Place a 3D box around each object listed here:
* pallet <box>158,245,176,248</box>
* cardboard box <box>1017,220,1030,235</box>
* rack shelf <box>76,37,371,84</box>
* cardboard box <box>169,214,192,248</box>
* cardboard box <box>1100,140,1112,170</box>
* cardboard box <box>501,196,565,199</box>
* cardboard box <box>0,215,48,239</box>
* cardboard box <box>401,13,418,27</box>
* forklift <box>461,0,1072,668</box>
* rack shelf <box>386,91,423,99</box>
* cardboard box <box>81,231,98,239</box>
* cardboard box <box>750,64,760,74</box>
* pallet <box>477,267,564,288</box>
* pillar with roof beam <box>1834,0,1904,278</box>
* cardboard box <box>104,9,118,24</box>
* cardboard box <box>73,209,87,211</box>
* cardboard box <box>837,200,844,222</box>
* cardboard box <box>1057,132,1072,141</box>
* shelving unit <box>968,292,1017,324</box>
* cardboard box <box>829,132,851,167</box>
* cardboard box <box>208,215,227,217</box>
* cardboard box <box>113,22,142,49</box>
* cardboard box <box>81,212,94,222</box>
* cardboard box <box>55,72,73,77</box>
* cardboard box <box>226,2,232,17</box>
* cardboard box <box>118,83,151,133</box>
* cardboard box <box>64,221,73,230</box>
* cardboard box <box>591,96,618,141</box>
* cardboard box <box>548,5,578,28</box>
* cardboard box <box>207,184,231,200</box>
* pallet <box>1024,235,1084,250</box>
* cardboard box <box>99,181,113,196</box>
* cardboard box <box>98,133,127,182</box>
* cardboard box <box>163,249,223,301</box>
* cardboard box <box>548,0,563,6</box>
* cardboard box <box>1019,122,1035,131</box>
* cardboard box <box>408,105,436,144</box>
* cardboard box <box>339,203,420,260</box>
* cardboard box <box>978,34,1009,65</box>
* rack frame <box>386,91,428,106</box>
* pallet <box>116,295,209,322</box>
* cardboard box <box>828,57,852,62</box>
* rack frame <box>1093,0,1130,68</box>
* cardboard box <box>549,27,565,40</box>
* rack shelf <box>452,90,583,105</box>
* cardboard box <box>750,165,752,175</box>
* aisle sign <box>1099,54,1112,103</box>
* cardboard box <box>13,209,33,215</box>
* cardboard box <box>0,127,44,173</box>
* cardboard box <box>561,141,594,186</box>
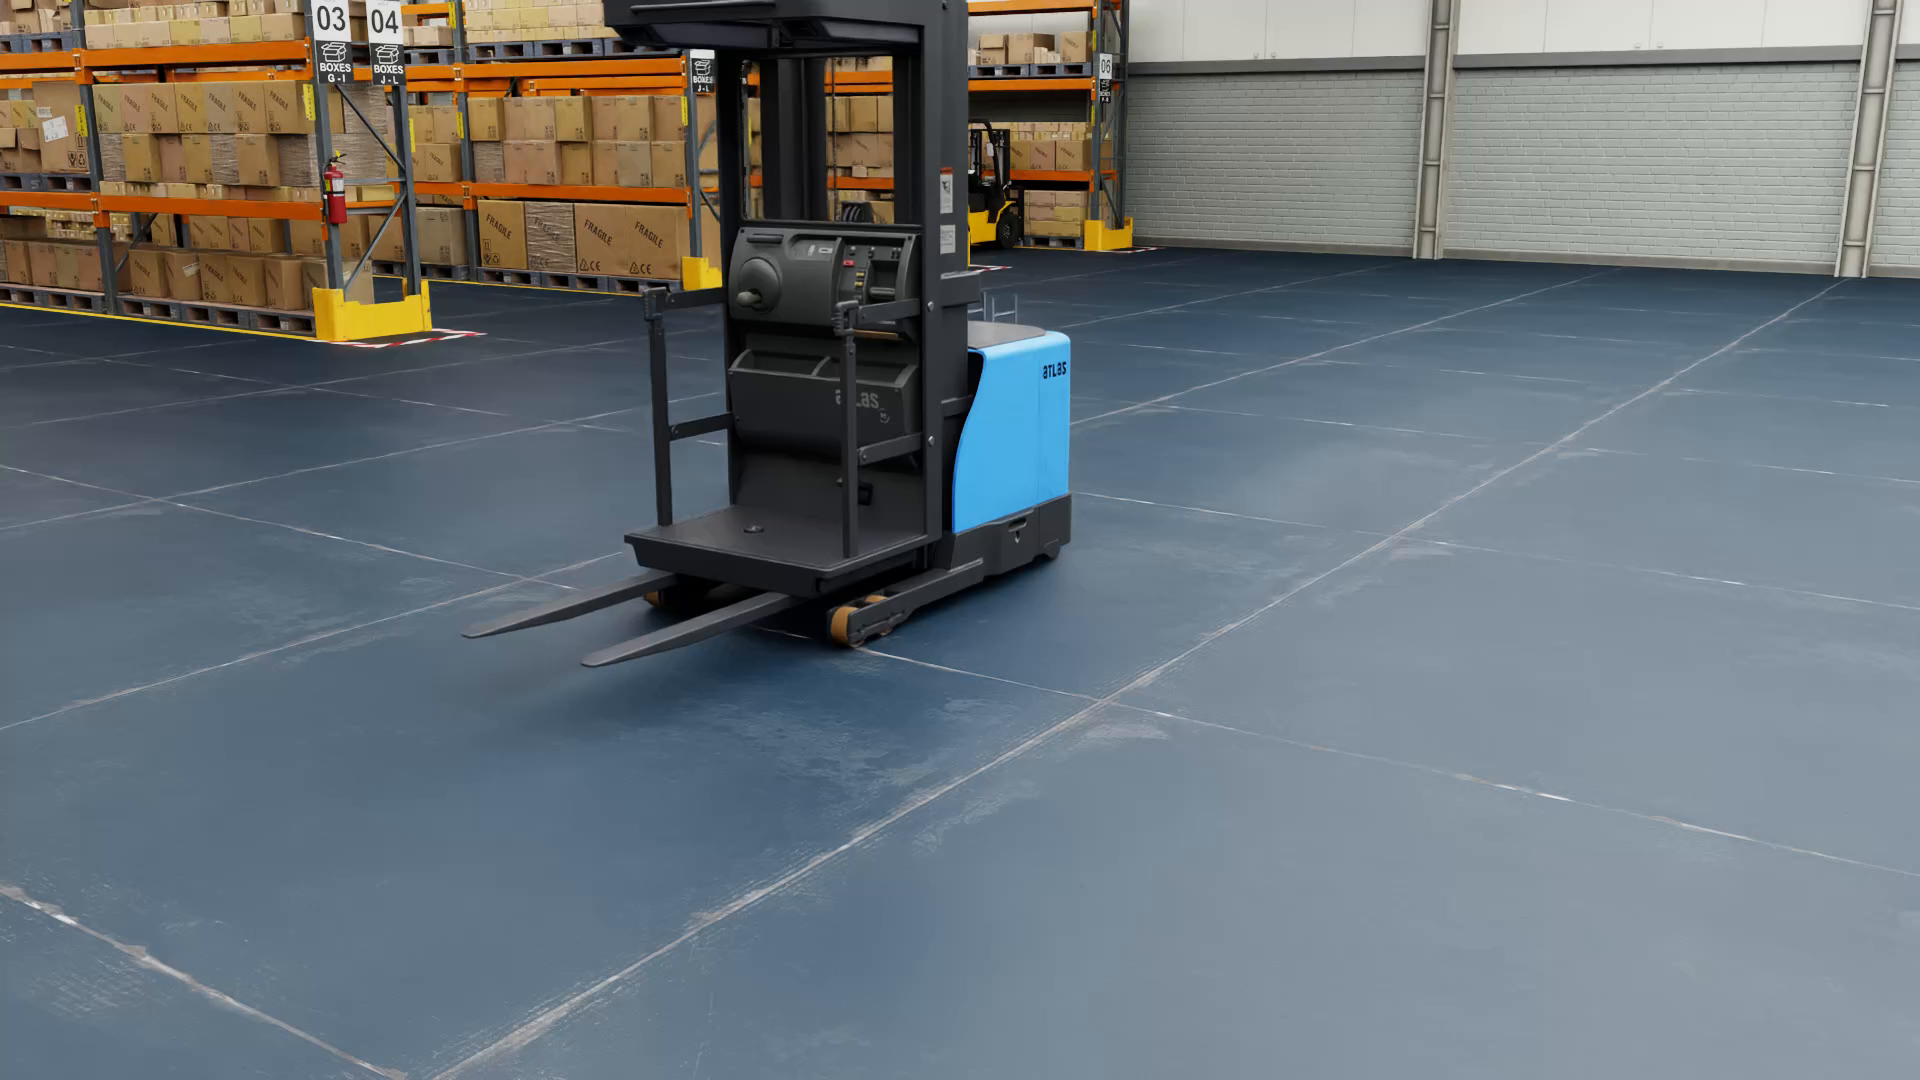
[{"bbox_3d":[-12.232,-4.624,26.562,1.213,0.211,1.003,9,17,33],"label":"pallet"},{"bbox_3d":[1.141,-5.470,29.024,0.500,0.250,0.500,9,17,33],"label":"cardboard box"},{"bbox_3d":[-7.433,-4.872,17.016,4.000,0.370,1.077,9,17,33],"label":"rack shelf"},{"bbox_3d":[-11.973,-4.849,25.998,0.500,0.500,0.500,10,17,35],"label":"cardboard box"},{"bbox_3d":[2.269,-6.633,28.669,0.500,0.500,0.500,10,17,35],"label":"cardboard box"},{"bbox_3d":[-7.407,-5.827,29.169,0.875,0.875,0.875,9,17,32],"label":"cardboard box"},{"bbox_3d":[-11.393,-3.781,20.080,0.500,0.250,0.500,12,18,39],"label":"cardboard box"},{"bbox_3d":[-7.961,-7.125,23.330,0.500,0.500,0.500,9,17,33],"label":"cardboard box"},{"bbox_3d":[-0.697,-1.124,6.766,1.130,2.935,3.031,9,17,32],"label":"forklift"},{"bbox_3d":[-11.859,-8.457,31.499,4.000,0.370,1.077,9,17,33],"label":"rack shelf"},{"bbox_3d":[-14.253,-5.025,27.439,0.250,0.149,0.380,9,17,33],"label":"cardboard box"},{"bbox_3d":[-2.986,-7.195,25.427,0.250,0.149,0.380,9,17,33],"label":"cardboard box"},{"bbox_3d":[-5.653,-3.537,22.174,1.213,0.211,1.003,9,17,33],"label":"pallet"},{"bbox_3d":[10.005,-7.180,18.602,0.400,9.000,9.100,9,17,33],"label":"pillar with roof beam"},{"bbox_3d":[-8.736,-5.483,17.469,0.250,0.149,0.380,8,16,30],"label":"cardboard box"},{"bbox_3d":[-14.975,-5.604,28.541,0.250,0.149,0.380,8,16,31],"label":"cardboard box"},{"bbox_3d":[-1.488,-4.831,24.882,0.500,0.500,0.500,10,17,35],"label":"cardboard box"},{"bbox_3d":[1.852,-6.845,28.175,0.250,0.149,0.380,9,17,34],"label":"cardboard box"},{"bbox_3d":[0.140,-0.629,8.366,0.189,1.200,0.258,9,16,31],"label":"shelving unit"},{"bbox_3d":[-1.673,-5.819,24.762,0.500,0.500,0.500,9,17,33],"label":"cardboard box"},{"bbox_3d":[-11.111,-5.076,25.353,0.500,0.250,0.500,10,17,34],"label":"cardboard box"},{"bbox_3d":[-8.420,-5.235,17.298,0.500,0.250,0.500,9,17,32],"label":"cardboard box"},{"bbox_3d":[-14.212,-5.313,27.363,0.250,0.149,0.380,8,16,30],"label":"cardboard box"},{"bbox_3d":[-14.266,-7.614,26.908,0.500,0.250,0.500,9,16,32],"label":"cardboard box"},{"bbox_3d":[-6.974,-5.209,16.362,0.250,0.149,0.380,9,17,33],"label":"cardboard box"},{"bbox_3d":[-8.445,-4.534,17.487,0.500,0.500,0.500,9,17,33],"label":"cardboard box"},{"bbox_3d":[-14.784,-5.297,27.918,0.250,0.149,0.380,10,17,36],"label":"cardboard box"},{"bbox_3d":[-4.104,-5.284,20.868,0.550,0.550,0.875,9,17,33],"label":"cardboard box"},{"bbox_3d":[-4.732,-6.465,20.564,0.500,0.250,0.500,9,17,33],"label":"cardboard box"},{"bbox_3d":[-7.428,-3.552,16.953,0.250,0.149,0.380,9,17,33],"label":"cardboard box"},{"bbox_3d":[1.867,-5.204,28.904,1.213,0.211,1.003,9,17,33],"label":"pallet"},{"bbox_3d":[-9.082,-3.822,18.045,0.250,0.149,0.380,9,17,33],"label":"cardboard box"},{"bbox_3d":[-8.753,-4.153,18.032,0.500,0.500,0.875,9,17,33],"label":"cardboard box"},{"bbox_3d":[-8.303,-2.887,18.070,0.500,0.500,0.500,-11,17,-36],"label":"cardboard box"},{"bbox_3d":[-4.865,-6.662,20.530,0.250,0.149,0.380,9,17,33],"label":"cardboard box"},{"bbox_3d":[1.213,-7.094,28.562,0.250,0.149,0.380,10,17,34],"label":"cardboard box"},{"bbox_3d":[-7.083,-5.676,22.723,0.500,0.500,0.700,9,16,32],"label":"cardboard box"},{"bbox_3d":[-8.377,-4.441,23.827,0.750,0.750,1.050,9,17,34],"label":"cardboard box"},{"bbox_3d":[0.763,-8.476,28.780,0.637,0.503,0.797,10,17,35],"label":"cardboard box"},{"bbox_3d":[-10.200,-7.082,30.690,0.127,3.000,1.000,9,17,33],"label":"rack frame"},{"bbox_3d":[-8.515,-2.597,18.373,1.213,0.211,1.003,9,17,33],"label":"pallet"},{"bbox_3d":[-1.667,-7.152,24.421,0.500,0.250,0.500,10,17,34],"label":"cardboard box"},{"bbox_3d":[2.525,-9.375,27.468,0.127,3.000,1.000,9,17,33],"label":"rack frame"},{"bbox_3d":[-4.866,-6.275,20.626,0.250,0.149,0.380,9,17,34],"label":"cardboard box"},{"bbox_3d":[-9.092,-9.447,35.499,4.000,0.370,1.077,9,17,33],"label":"rack shelf"},{"bbox_3d":[-3.240,-5.757,25.862,0.250,0.149,0.380,10,17,34],"label":"cardboard box"},{"bbox_3d":[2.415,-7.657,27.604,0.004,0.787,0.394,9,17,33],"label":"aisle sign"},{"bbox_3d":[-15.952,-5.589,28.478,0.250,0.149,0.380,8,16,30],"label":"cardboard box"},{"bbox_3d":[-10.582,-4.501,19.175,0.637,0.503,0.797,11,18,38],"label":"cardboard box"},{"bbox_3d":[-4.580,-4.818,21.232,0.500,0.550,0.875,9,17,33],"label":"cardboard box"}]
